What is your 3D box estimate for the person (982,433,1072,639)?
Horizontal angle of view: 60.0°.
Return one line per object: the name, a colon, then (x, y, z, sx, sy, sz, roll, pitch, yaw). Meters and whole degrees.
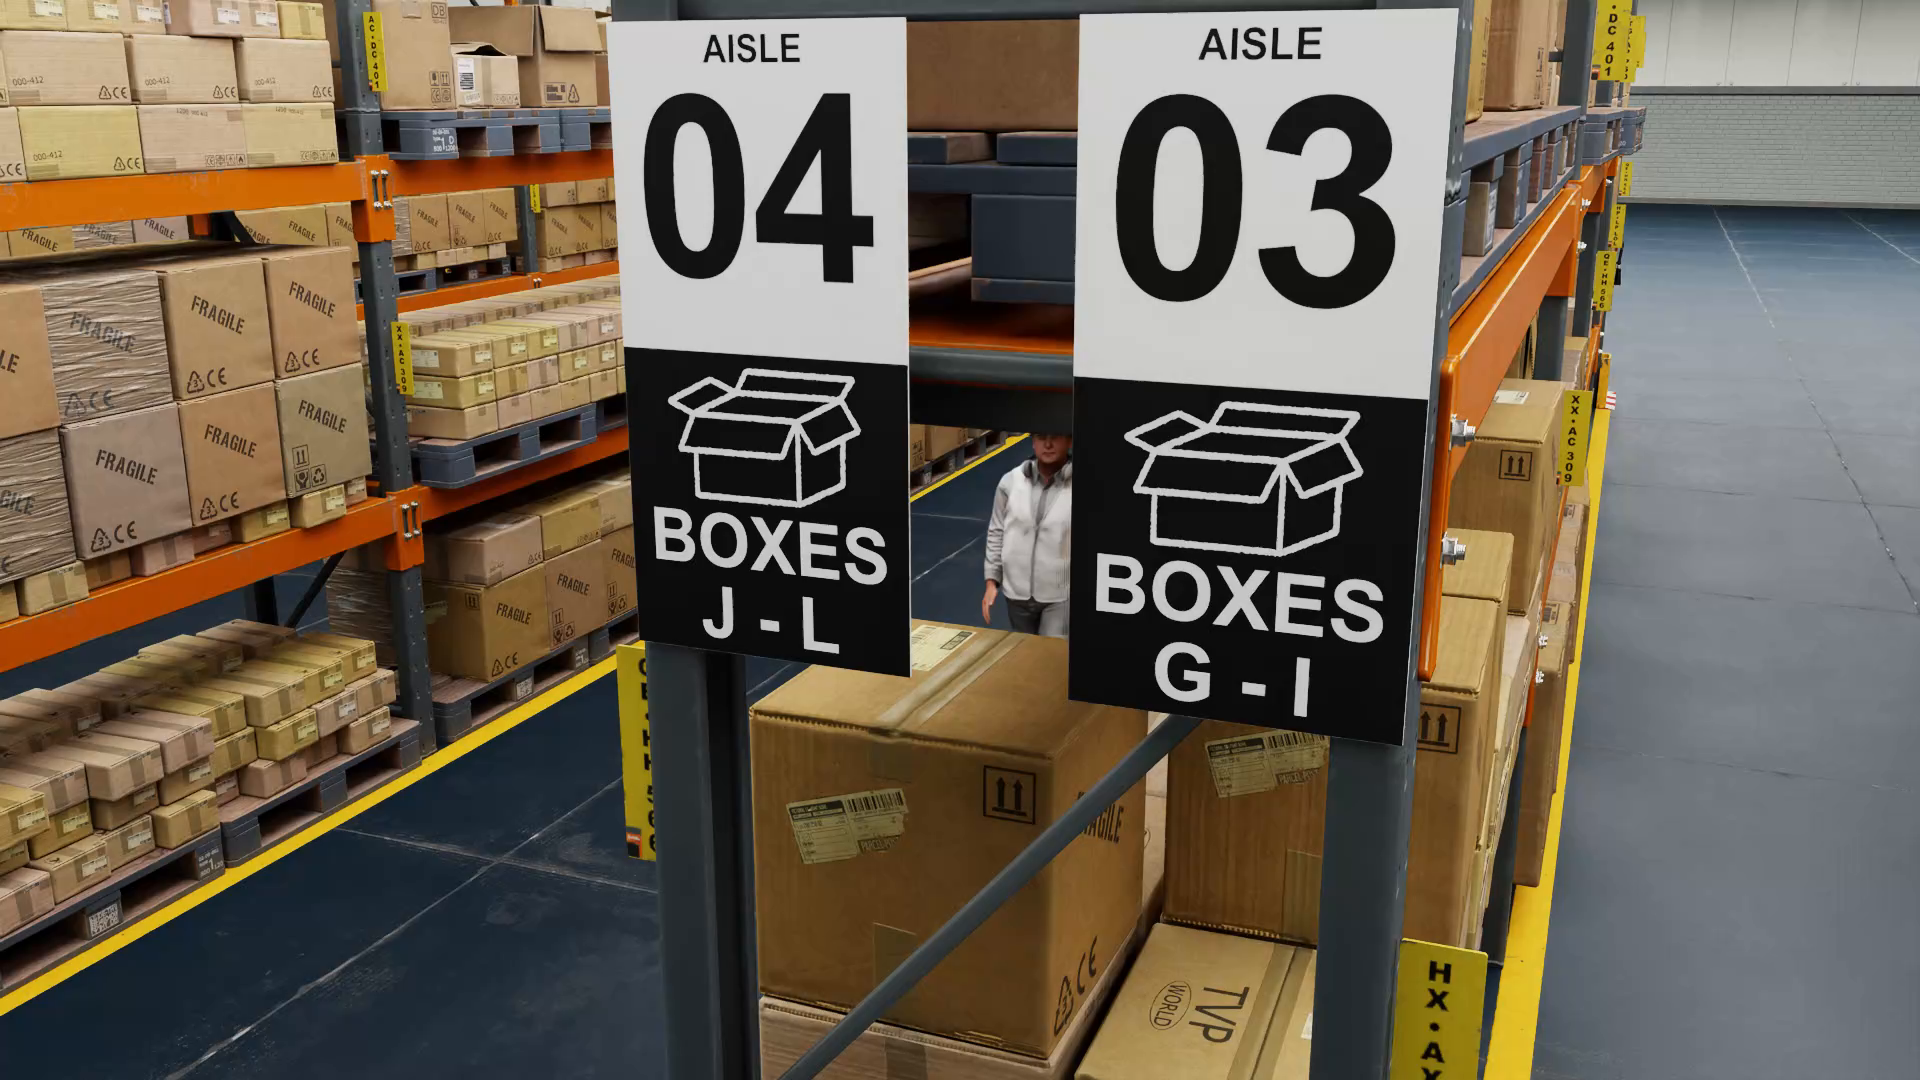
person: (0.371, 0.227, 7.648, 0.525, 1.725, 1.051, 7, 17, 23)
